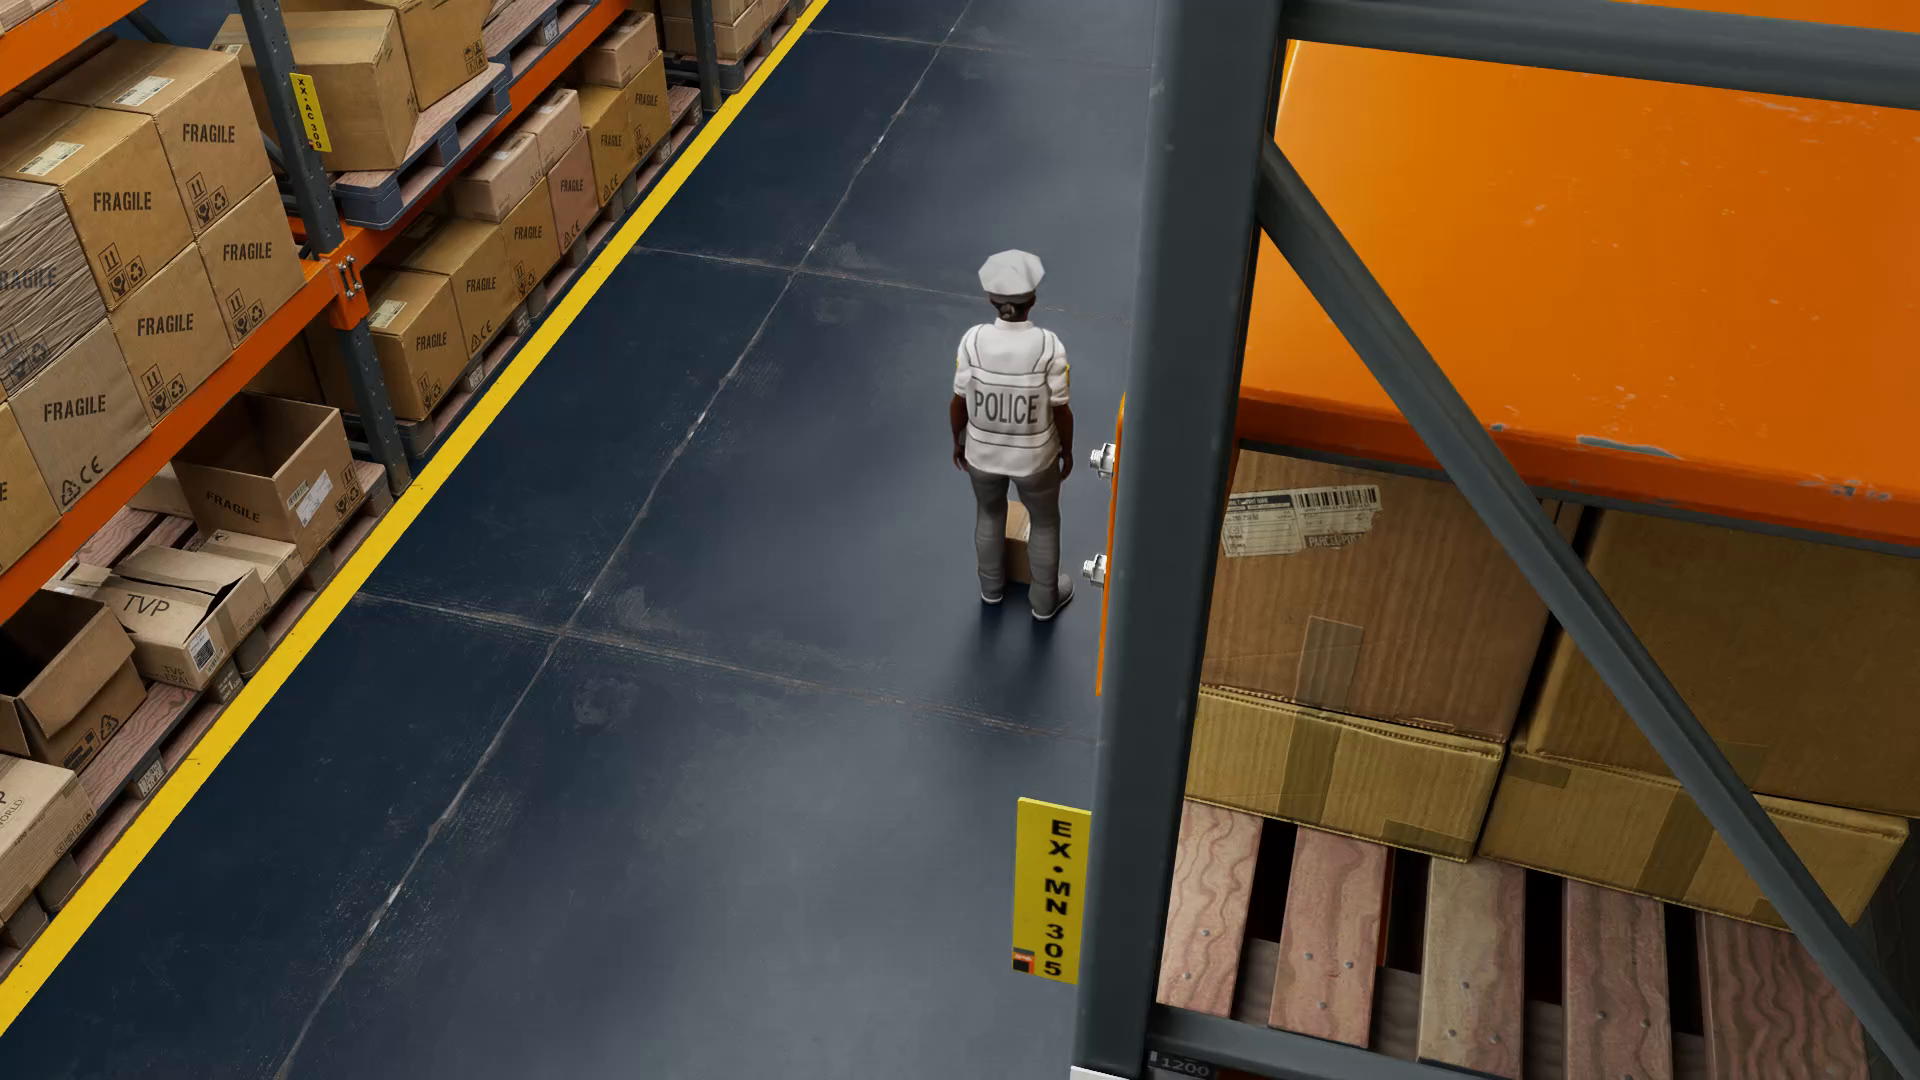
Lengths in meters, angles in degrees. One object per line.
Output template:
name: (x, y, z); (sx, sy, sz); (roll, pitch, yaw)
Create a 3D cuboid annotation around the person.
person: (0.228, -0.374, 6.751); (0.529, 1.659, 0.428); (8, 42, 9)
